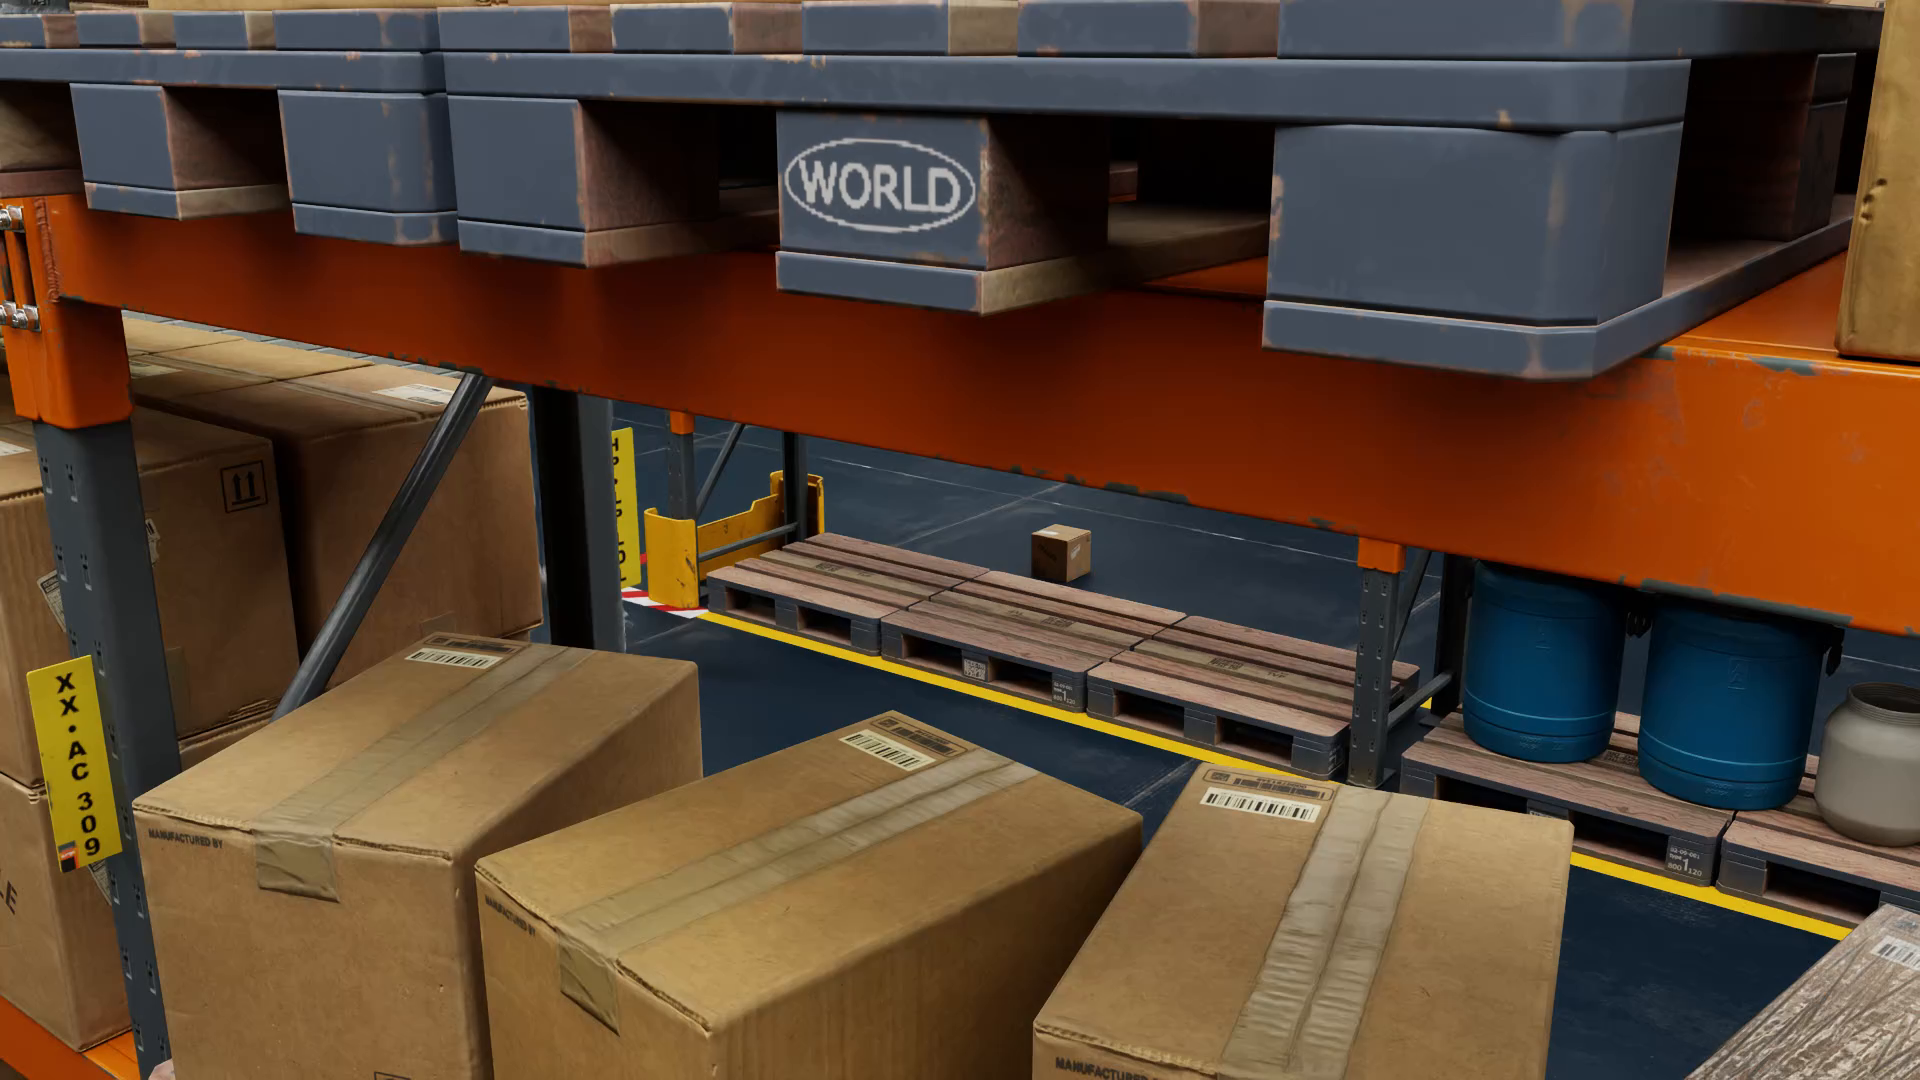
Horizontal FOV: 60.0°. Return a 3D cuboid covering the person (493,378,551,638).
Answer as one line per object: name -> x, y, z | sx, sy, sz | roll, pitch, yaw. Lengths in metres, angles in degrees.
person -> -2.252, -0.175, 8.124 | 0.871, 1.551, 0.446 | 3, 17, 11
